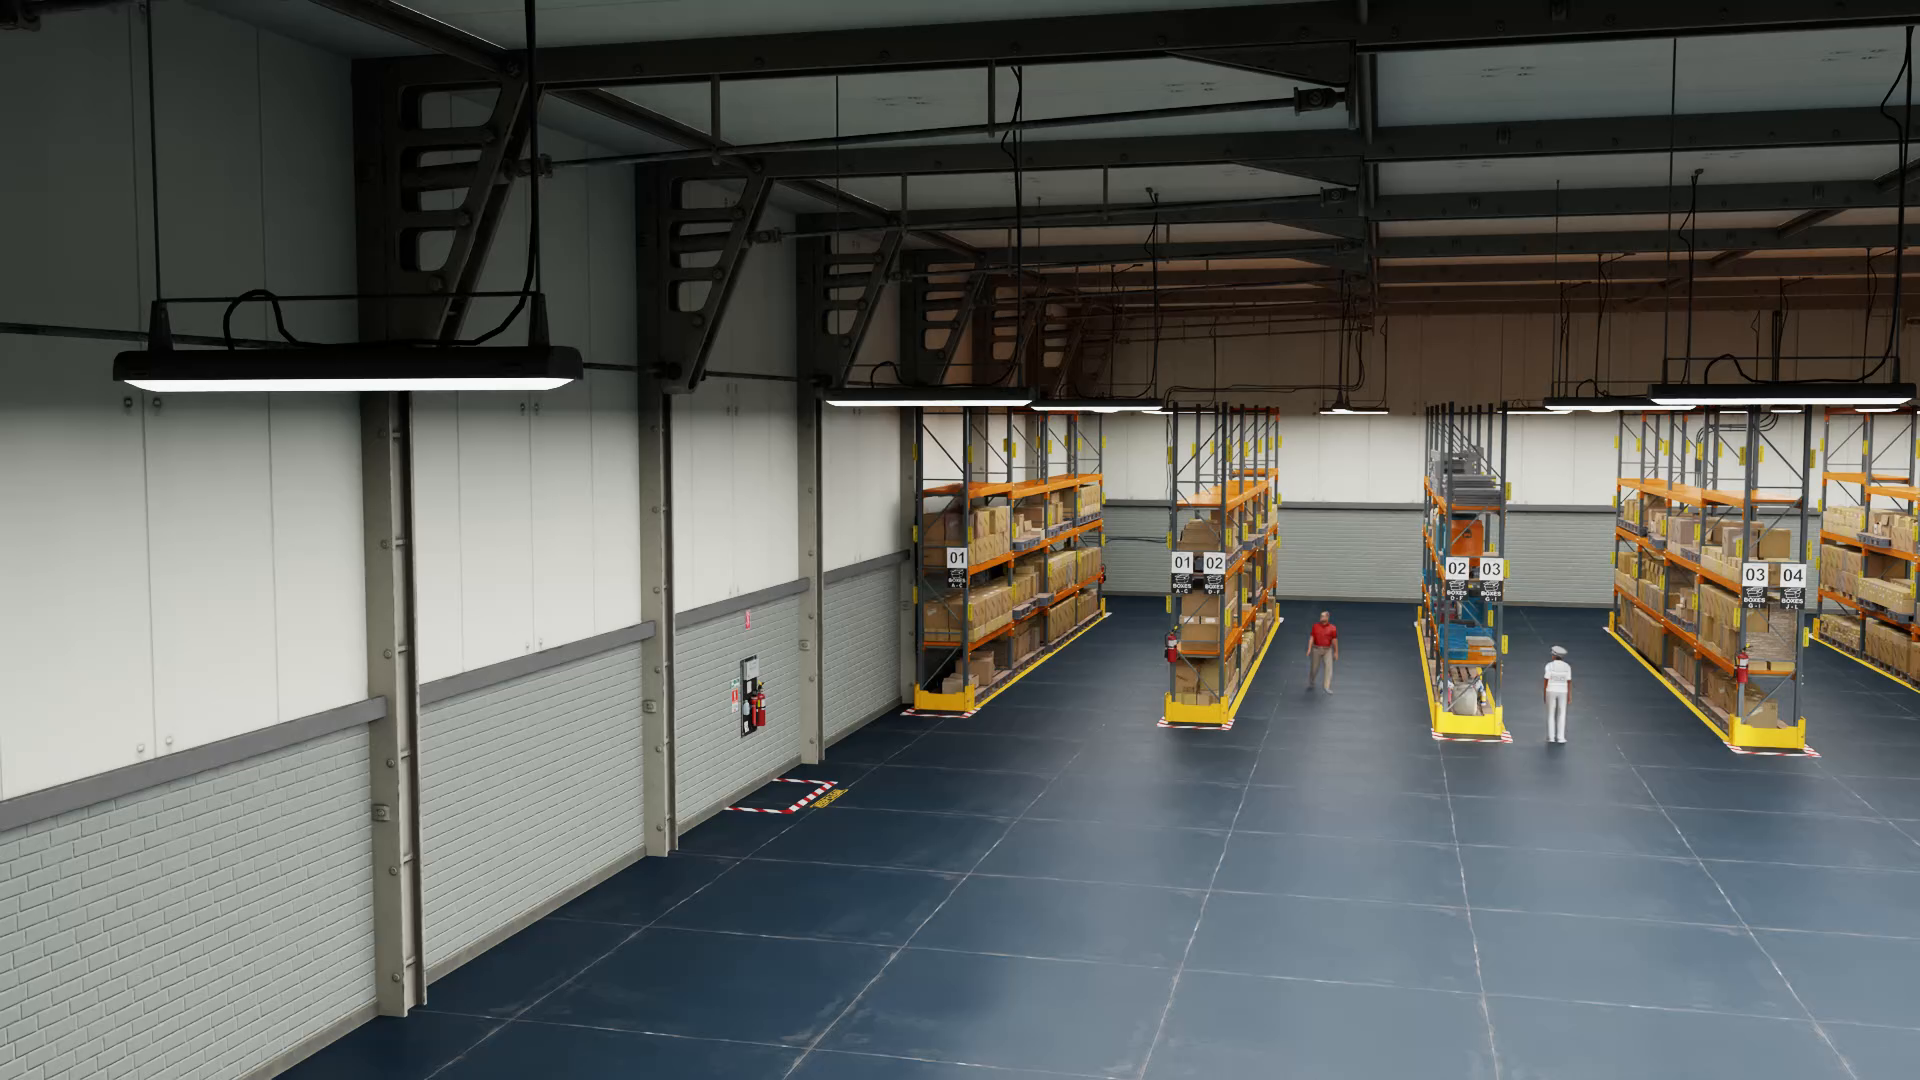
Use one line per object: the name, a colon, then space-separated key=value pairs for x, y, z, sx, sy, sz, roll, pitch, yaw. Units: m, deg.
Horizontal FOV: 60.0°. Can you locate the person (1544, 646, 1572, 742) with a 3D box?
person: x=10.514 y=2.718 z=29.257 sx=0.472 sy=1.696 sz=0.369 roll=1 pitch=4 yaw=14

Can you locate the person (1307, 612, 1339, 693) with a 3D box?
person: x=7.547 y=2.319 z=34.648 sx=0.672 sy=1.671 sz=0.961 roll=0 pitch=4 yaw=0
